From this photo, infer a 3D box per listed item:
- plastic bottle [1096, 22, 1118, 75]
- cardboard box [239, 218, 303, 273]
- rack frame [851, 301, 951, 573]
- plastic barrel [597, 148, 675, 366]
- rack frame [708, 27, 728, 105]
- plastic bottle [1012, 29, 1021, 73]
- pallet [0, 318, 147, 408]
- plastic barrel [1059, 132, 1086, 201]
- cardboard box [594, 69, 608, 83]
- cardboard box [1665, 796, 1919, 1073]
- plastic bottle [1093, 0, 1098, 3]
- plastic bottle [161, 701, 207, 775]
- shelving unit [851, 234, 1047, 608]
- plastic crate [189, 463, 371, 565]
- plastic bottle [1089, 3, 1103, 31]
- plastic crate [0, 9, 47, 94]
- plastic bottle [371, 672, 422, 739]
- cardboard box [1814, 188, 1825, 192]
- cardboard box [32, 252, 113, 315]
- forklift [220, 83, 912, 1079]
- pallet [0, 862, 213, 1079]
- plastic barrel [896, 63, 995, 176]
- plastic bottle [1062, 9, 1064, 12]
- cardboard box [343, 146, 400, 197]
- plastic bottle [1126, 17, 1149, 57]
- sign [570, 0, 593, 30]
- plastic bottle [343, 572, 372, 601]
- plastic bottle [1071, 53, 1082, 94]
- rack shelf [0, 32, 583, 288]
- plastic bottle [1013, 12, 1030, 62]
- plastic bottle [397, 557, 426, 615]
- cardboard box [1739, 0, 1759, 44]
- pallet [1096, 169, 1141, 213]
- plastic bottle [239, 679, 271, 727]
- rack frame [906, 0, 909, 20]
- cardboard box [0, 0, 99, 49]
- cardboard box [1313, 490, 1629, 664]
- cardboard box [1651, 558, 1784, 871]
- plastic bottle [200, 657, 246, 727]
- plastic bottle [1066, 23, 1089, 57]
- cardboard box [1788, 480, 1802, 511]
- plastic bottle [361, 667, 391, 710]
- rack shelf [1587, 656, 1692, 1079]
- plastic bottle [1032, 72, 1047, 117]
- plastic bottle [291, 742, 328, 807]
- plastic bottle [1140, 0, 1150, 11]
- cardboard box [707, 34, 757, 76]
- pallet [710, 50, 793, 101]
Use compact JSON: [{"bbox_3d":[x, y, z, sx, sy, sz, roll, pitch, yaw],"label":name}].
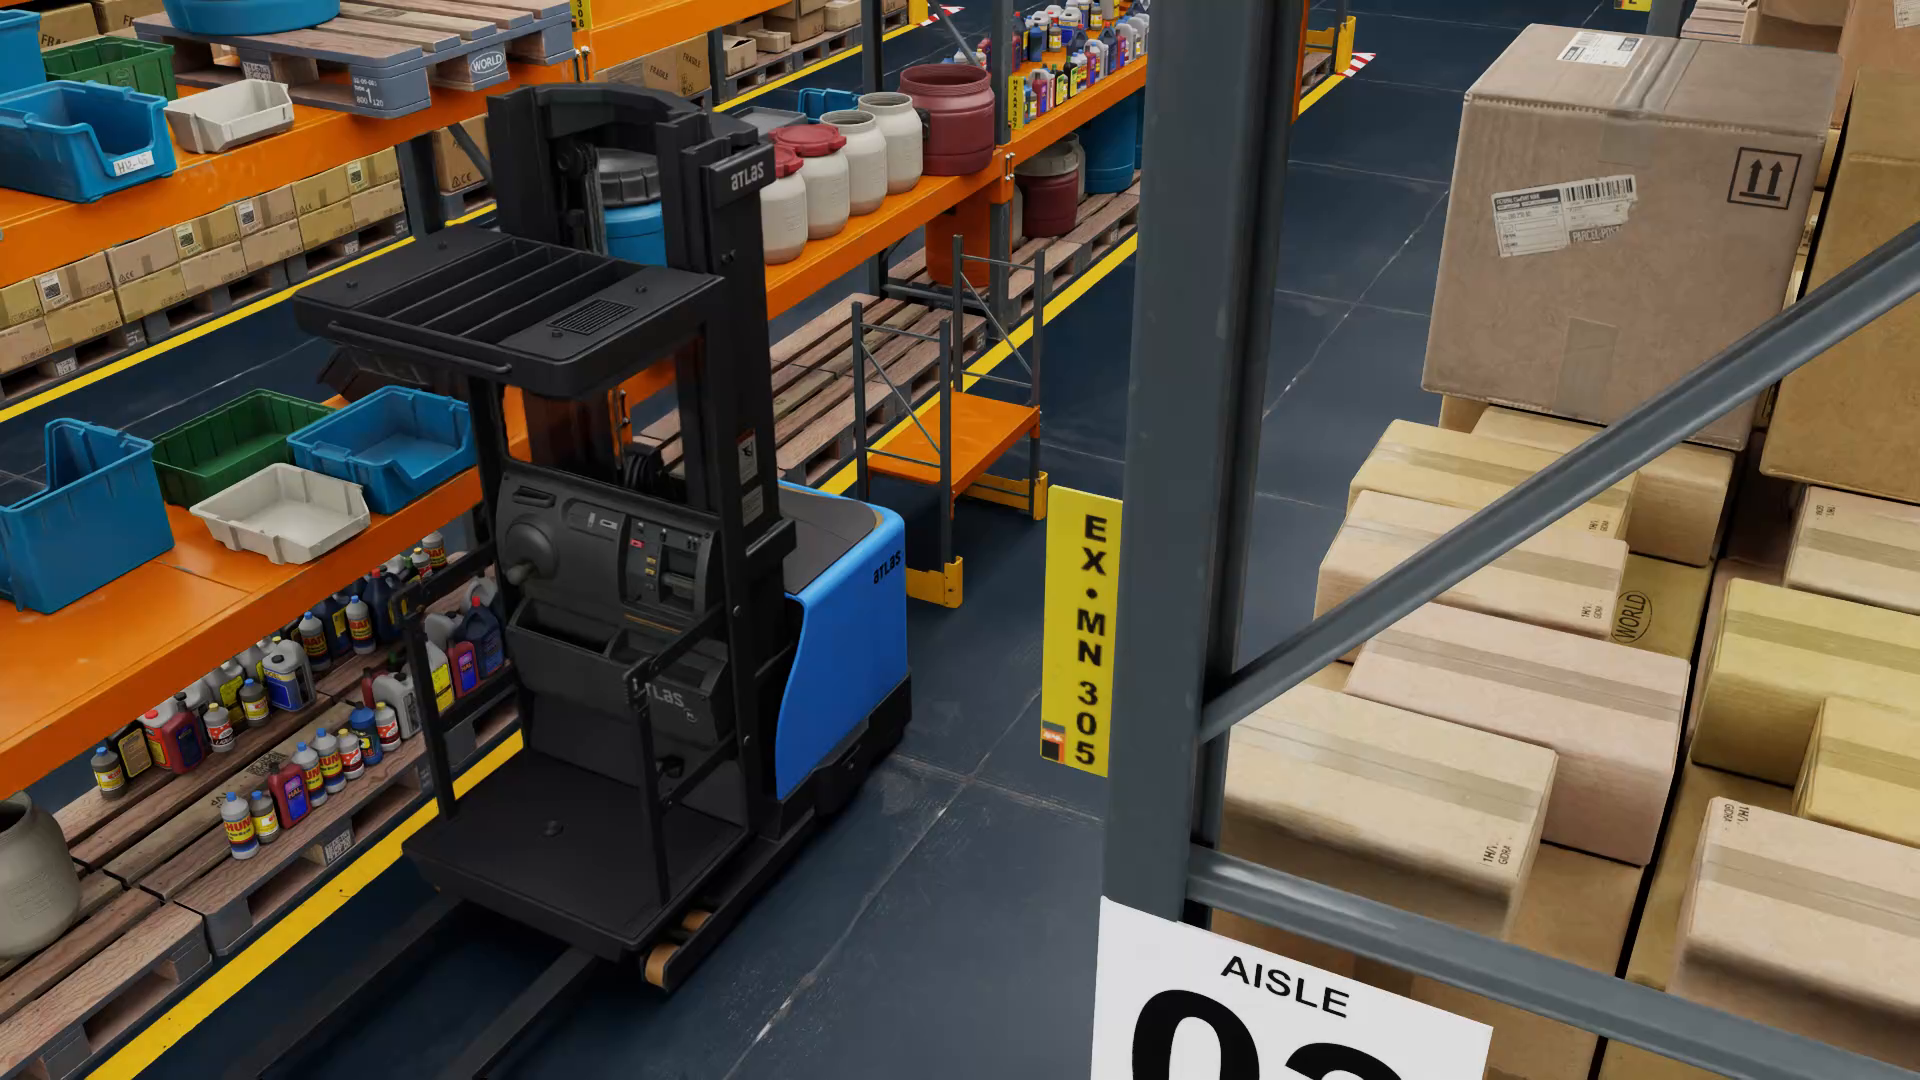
[{"bbox_3d":[1.044,-3.533,11.940,0.144,0.351,0.185,14,33,23],"label":"plastic bottle"},{"bbox_3d":[-5.043,-2.126,11.780,0.500,0.250,0.500,15,33,24],"label":"cardboard box"},{"bbox_3d":[-0.270,-0.387,7.918,0.500,1.500,0.032,14,33,23],"label":"rack frame"},{"bbox_3d":[-1.526,-1.298,7.495,0.600,0.901,0.708,14,33,23],"label":"plastic barrel"},{"bbox_3d":[-2.735,-5.650,15.576,1.000,3.000,0.127,14,33,23],"label":"rack frame"},{"bbox_3d":[0.388,-3.533,12.007,0.061,0.283,0.133,14,33,23],"label":"plastic bottle"},{"bbox_3d":[-6.078,-1.230,10.679,1.003,0.211,1.213,14,33,23],"label":"pallet"},{"bbox_3d":[0.751,-2.846,12.771,0.421,0.512,0.421,0,30,0],"label":"plastic barrel"},{"bbox_3d":[-3.396,-3.807,14.436,0.500,0.500,0.500,13,32,22],"label":"cardboard box"},{"bbox_3d":[0.947,0.441,1.709,0.380,0.149,0.250,14,33,23],"label":"cardboard box"},{"bbox_3d":[1.065,-4.349,13.428,0.061,0.283,0.133,14,33,23],"label":"plastic bottle"},{"bbox_3d":[-3.113,0.787,6.653,0.061,0.283,0.133,14,33,23],"label":"plastic bottle"},{"bbox_3d":[-0.035,-0.617,8.318,0.587,1.500,1.083,14,33,23],"label":"shelving unit"},{"bbox_3d":[-2.486,-0.086,6.153,0.530,0.136,0.437,14,33,23],"label":"plastic crate"},{"bbox_3d":[1.076,-4.137,13.142,0.097,0.201,0.097,0,30,0],"label":"plastic bottle"},{"bbox_3d":[-3.193,-1.412,5.201,0.392,0.384,0.575,14,33,23],"label":"plastic crate"},{"bbox_3d":[-2.320,0.663,6.877,0.152,0.276,0.135,15,33,24],"label":"plastic bottle"},{"bbox_3d":[2.462,-0.829,4.320,0.500,0.250,0.500,16,33,25],"label":"cardboard box"},{"bbox_3d":[-5.737,-1.684,10.446,0.500,0.311,0.500,14,33,23],"label":"cardboard box"},{"bbox_3d":[-1.352,0.077,5.672,1.130,2.935,3.031,15,33,24],"label":"forklift"},{"bbox_3d":[-3.426,1.601,5.750,1.003,0.211,1.213,14,33,23],"label":"pallet"},{"bbox_3d":[-0.091,-2.536,10.017,0.600,0.536,0.708,14,33,23],"label":"plastic barrel"},{"bbox_3d":[0.790,-4.026,12.948,0.097,0.201,0.097,0,30,0],"label":"plastic bottle"},{"bbox_3d":[-4.577,-2.821,12.427,0.500,0.311,0.500,15,33,25],"label":"cardboard box"},{"bbox_3d":[1.324,-3.777,12.440,0.152,0.276,0.135,14,33,23],"label":"plastic bottle"},{"bbox_3d":[-1.487,-2.153,6.466,0.100,0.325,0.005,14,33,23],"label":"sign"},{"bbox_3d":[-2.709,0.244,7.532,0.144,0.351,0.185,15,33,25],"label":"plastic bottle"},{"bbox_3d":[0.789,-3.226,11.484,0.097,0.271,0.097,0,30,0],"label":"plastic bottle"},{"bbox_3d":[-2.883,-1.080,5.329,1.077,0.370,4.000,14,33,23],"label":"rack shelf"},{"bbox_3d":[0.430,-3.715,12.256,0.144,0.351,0.185,14,33,23],"label":"plastic bottle"},{"bbox_3d":[-2.535,0.224,7.633,0.061,0.283,0.133,14,33,23],"label":"plastic bottle"},{"bbox_3d":[2.777,-1.718,5.431,0.396,0.266,0.258,16,33,25],"label":"cardboard box"},{"bbox_3d":[1.284,-2.983,13.732,1.003,0.211,1.213,14,33,23],"label":"pallet"},{"bbox_3d":[-2.946,0.671,6.938,0.097,0.201,0.097,0,30,0],"label":"plastic bottle"},{"bbox_3d":[-0.913,-7.423,18.664,1.000,3.000,0.127,14,33,23],"label":"rack frame"},{"bbox_3d":[-8.517,-4.545,15.389,0.750,0.750,0.750,14,33,23],"label":"cardboard box"},{"bbox_3d":[0.714,0.081,2.334,0.380,0.149,0.250,13,32,21],"label":"cardboard box"},{"bbox_3d":[1.295,0.298,2.357,0.500,0.250,0.500,14,33,22],"label":"cardboard box"},{"bbox_3d":[-3.073,0.598,6.914,0.144,0.351,0.185,16,33,25],"label":"plastic bottle"},{"bbox_3d":[0.847,-3.508,11.896,0.144,0.351,0.185,14,33,23],"label":"plastic bottle"},{"bbox_3d":[1.570,-0.128,2.699,0.380,0.149,0.250,13,32,21],"label":"cardboard box"},{"bbox_3d":[-2.415,0.636,6.917,0.061,0.283,0.133,14,33,23],"label":"plastic bottle"},{"bbox_3d":[1.527,0.043,3.372,1.077,0.370,4.000,14,33,23],"label":"rack shelf"},{"bbox_3d":[0.526,-2.954,11.000,0.061,0.283,0.133,14,33,23],"label":"plastic bottle"},{"bbox_3d":[-2.534,0.903,6.464,0.097,0.271,0.097,0,30,0],"label":"plastic bottle"},{"bbox_3d":[1.417,-4.054,12.847,0.144,0.351,0.185,14,33,23],"label":"plastic bottle"},{"bbox_3d":[-2.351,-4.812,16.375,0.500,0.311,0.500,14,33,23],"label":"cardboard box"},{"bbox_3d":[-2.421,-4.745,16.801,1.003,0.211,1.213,14,33,23],"label":"pallet"}]
